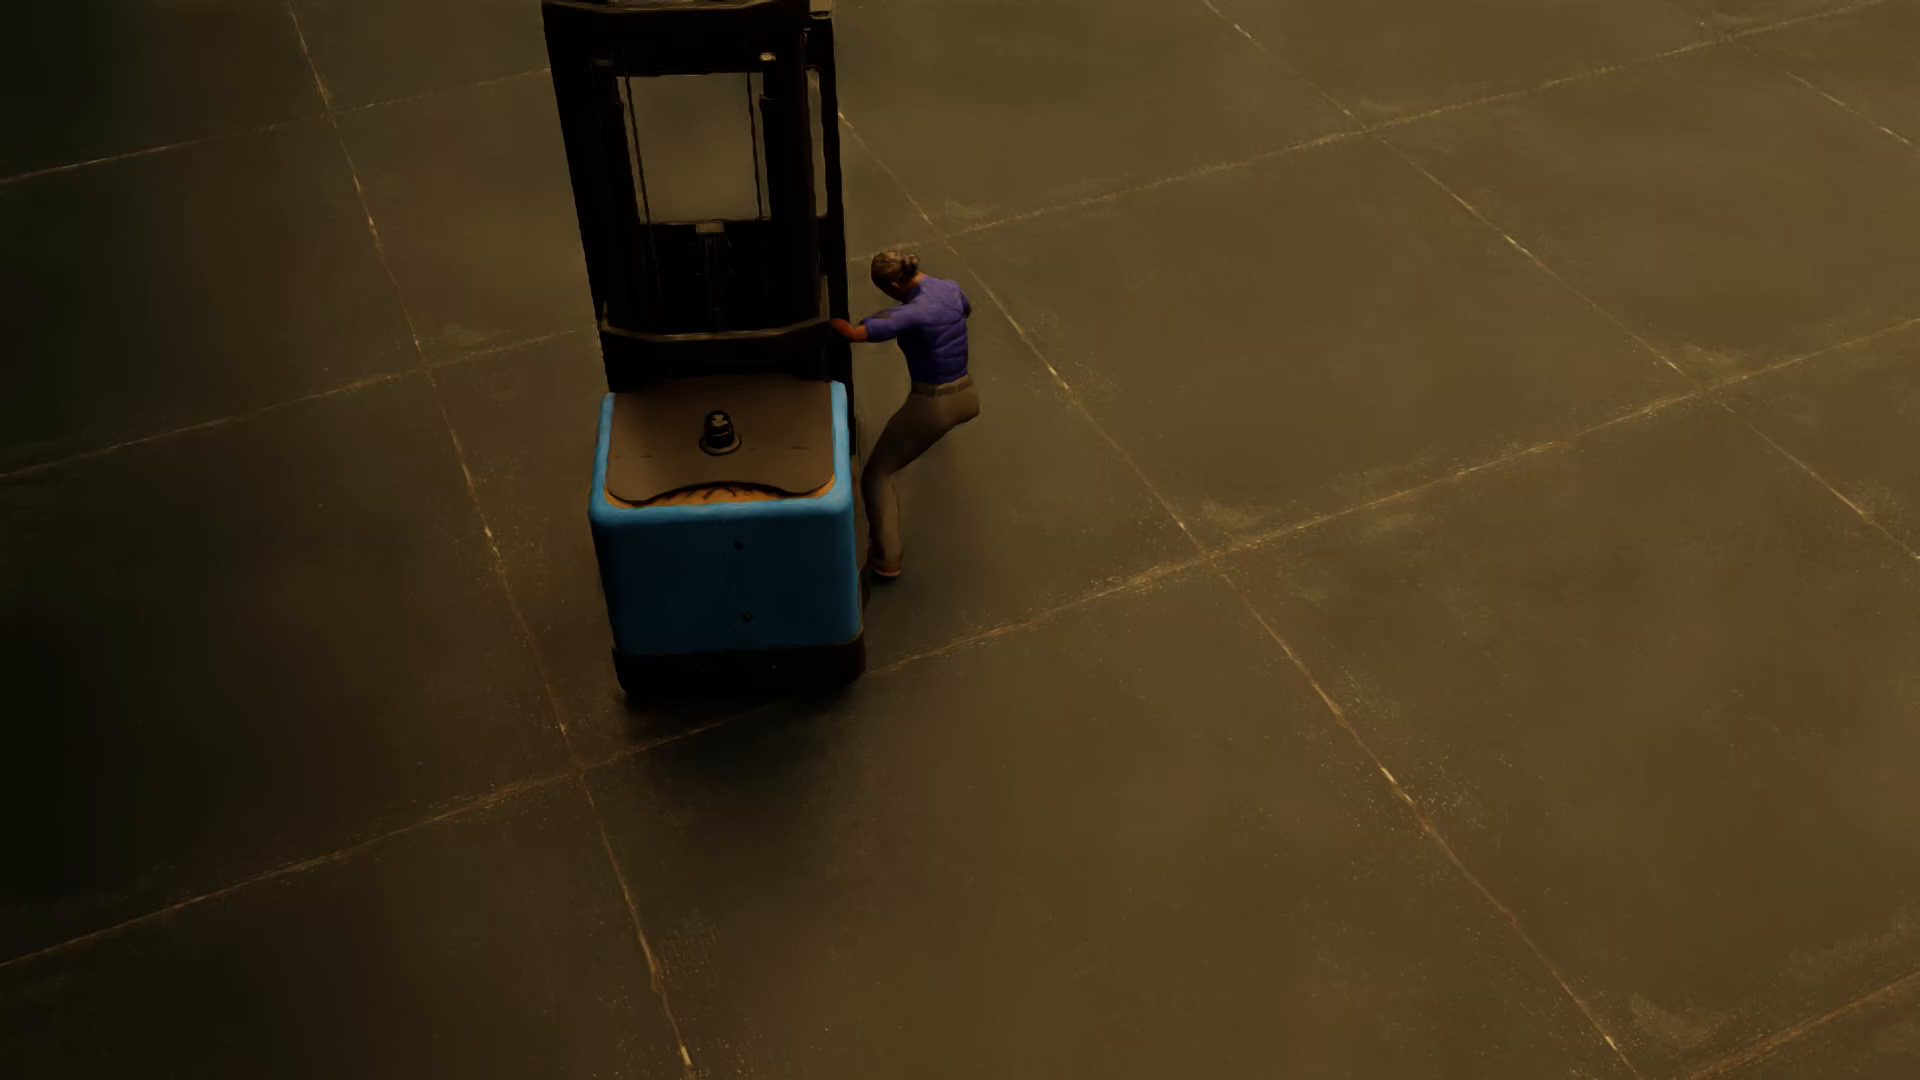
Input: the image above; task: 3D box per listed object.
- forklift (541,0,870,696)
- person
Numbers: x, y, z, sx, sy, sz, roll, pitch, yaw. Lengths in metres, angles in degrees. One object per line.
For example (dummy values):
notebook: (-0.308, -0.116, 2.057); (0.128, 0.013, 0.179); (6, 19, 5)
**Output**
forklift: (-1.050, -1.413, 7.195); (1.130, 2.935, 3.031); (-3, 43, -4)
person: (-0.262, -0.759, 7.709); (1.144, 1.288, 0.973); (-33, 52, -30)
